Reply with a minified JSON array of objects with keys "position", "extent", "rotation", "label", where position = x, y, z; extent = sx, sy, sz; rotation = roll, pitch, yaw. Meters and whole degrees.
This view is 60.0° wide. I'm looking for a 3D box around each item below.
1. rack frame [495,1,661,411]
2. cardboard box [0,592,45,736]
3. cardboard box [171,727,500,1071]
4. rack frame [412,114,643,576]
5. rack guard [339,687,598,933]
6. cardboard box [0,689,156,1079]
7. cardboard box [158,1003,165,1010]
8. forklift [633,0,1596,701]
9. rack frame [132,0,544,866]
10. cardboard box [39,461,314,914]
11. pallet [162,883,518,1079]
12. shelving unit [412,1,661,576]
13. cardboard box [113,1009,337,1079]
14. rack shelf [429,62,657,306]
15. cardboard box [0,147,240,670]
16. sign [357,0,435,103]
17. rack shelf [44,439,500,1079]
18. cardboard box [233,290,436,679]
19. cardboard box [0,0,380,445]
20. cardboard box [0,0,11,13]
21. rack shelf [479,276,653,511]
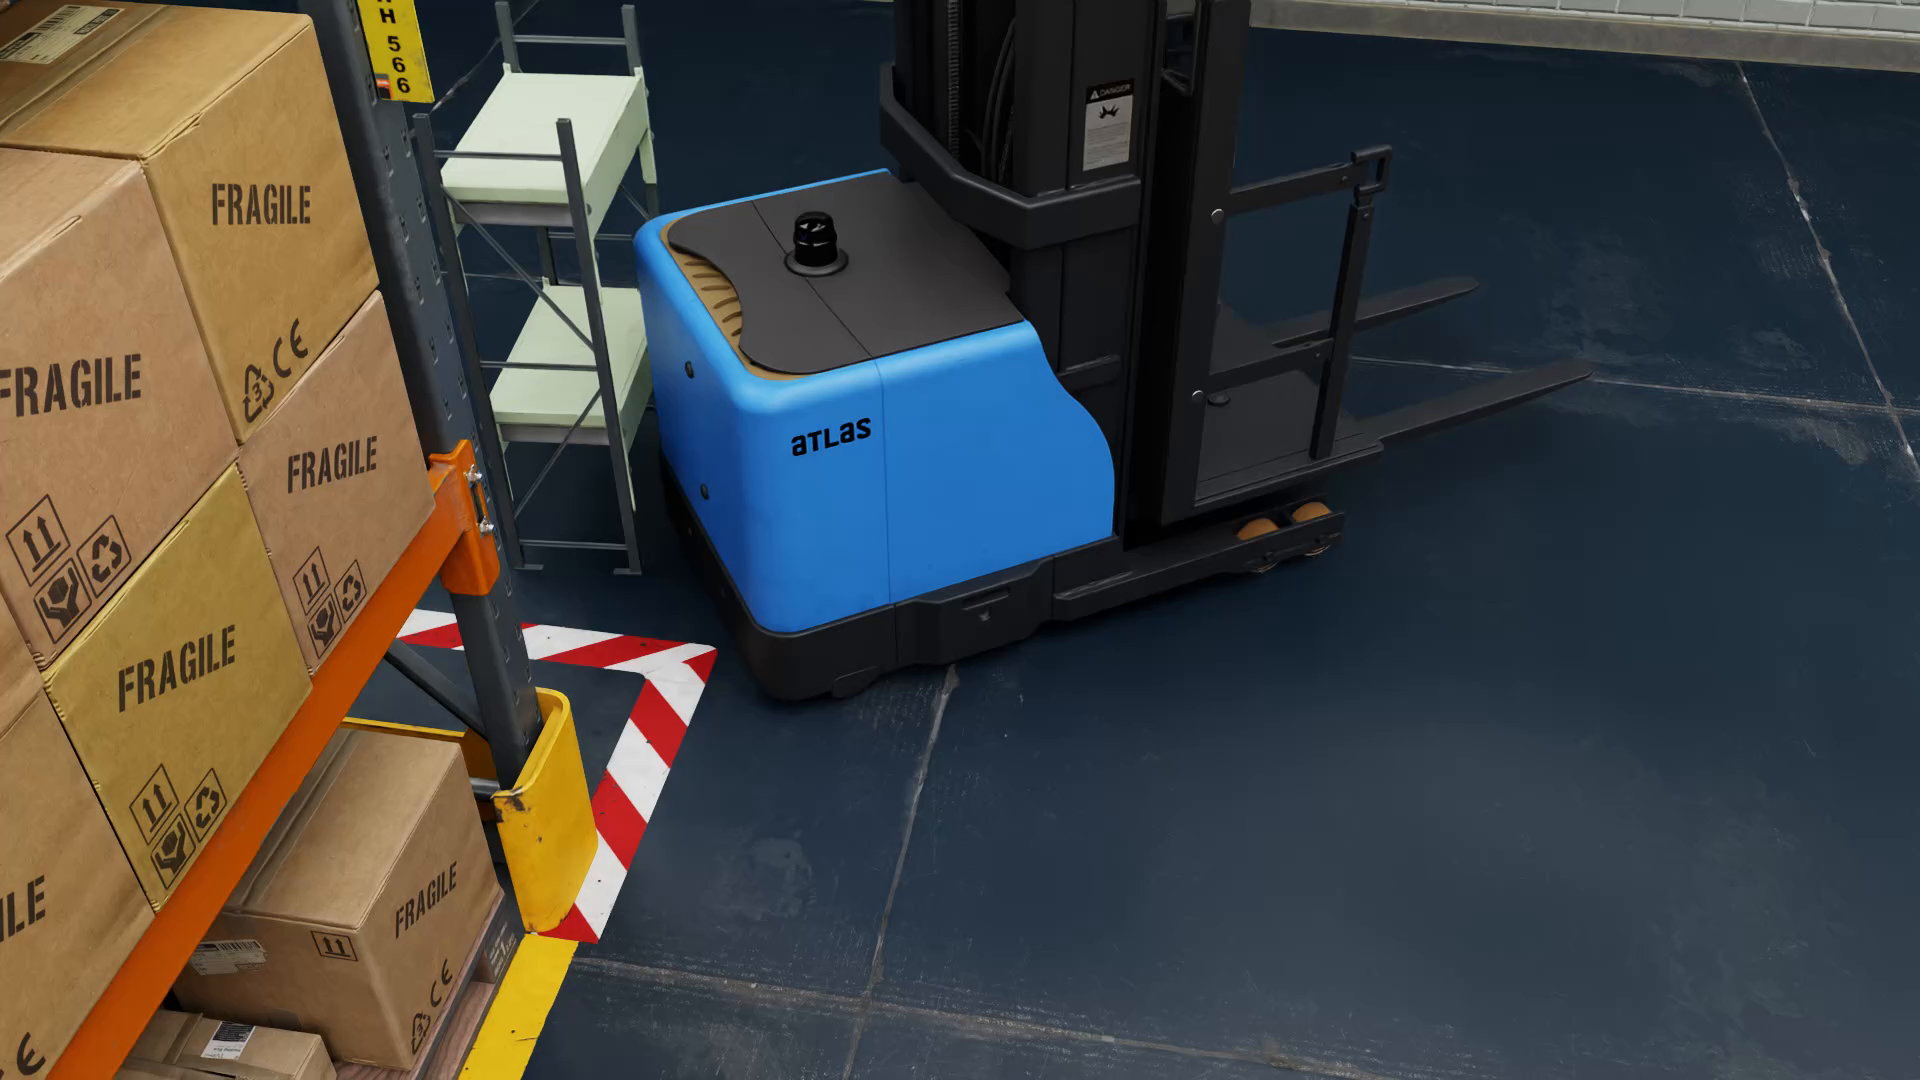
[{"position":[-1.128,-0.949,5.220],"extent":[0.400,1.500,0.023],"rotation":[2,40,3],"label":"rack frame"},{"position":[-1.494,0.124,1.883],"extent":[0.500,0.500,0.500],"rotation":[7,40,9],"label":"cardboard box"},{"position":[-1.368,0.757,3.597],"extent":[0.500,0.500,0.500],"rotation":[6,40,8],"label":"cardboard box"},{"position":[-1.177,-0.483,4.657],"extent":[0.400,1.500,0.023],"rotation":[2,40,3],"label":"rack frame"},{"position":[-1.530,0.606,4.125],"extent":[1.175,0.500,0.348],"rotation":[6,40,8],"label":"rack guard"},{"position":[-1.504,0.506,2.206],"extent":[0.500,0.500,0.500],"rotation":[7,40,8],"label":"cardboard box"},{"position":[-1.977,1.109,3.368],"extent":[0.500,0.250,0.500],"rotation":[6,40,8],"label":"cardboard box"},{"position":[0.631,-1.318,4.544],"extent":[3.031,2.935,1.130],"rotation":[-17,42,-19],"label":"forklift"},{"position":[-1.517,-0.405,3.386],"extent":[1.000,3.000,0.127],"rotation":[6,40,8],"label":"rack frame"},{"position":[-1.412,0.193,2.584],"extent":[0.500,0.500,0.500],"rotation":[7,40,8],"label":"cardboard box"},{"position":[-1.667,1.218,3.612],"extent":[1.003,0.211,1.213],"rotation":[6,40,8],"label":"pallet"},{"position":[-1.153,-0.716,4.939],"extent":[0.431,1.500,0.755],"rotation":[2,40,3],"label":"shelving unit"},{"position":[-1.527,1.130,3.408],"extent":[0.380,0.166,0.250],"rotation":[6,40,8],"label":"cardboard box"},{"position":[-1.153,-1.017,4.690],"extent":[0.431,0.370,0.720],"rotation":[2,40,3],"label":"rack shelf"},{"position":[-1.409,-0.202,2.278],"extent":[0.500,0.500,0.500],"rotation":[7,40,9],"label":"cardboard box"},{"position":[-0.973,-0.900,2.827],"extent":[0.100,0.325,0.005],"rotation":[6,40,8],"label":"sign"},{"position":[-1.863,1.127,2.097],"extent":[1.077,0.370,4.000],"rotation":[6,40,8],"label":"rack shelf"},{"position":[-1.326,-0.133,2.978],"extent":[0.500,0.500,0.500],"rotation":[8,40,9],"label":"cardboard box"},{"position":[-1.323,-0.519,2.661],"extent":[0.500,0.500,0.500],"rotation":[6,40,7],"label":"cardboard box"},{"position":[-1.853,-0.580,2.734],"extent":[0.500,0.500,0.500],"rotation":[8,40,9],"label":"cardboard box"},{"position":[-1.153,-0.465,5.147],"extent":[0.431,0.370,0.720],"rotation":[2,40,3],"label":"rack shelf"}]
